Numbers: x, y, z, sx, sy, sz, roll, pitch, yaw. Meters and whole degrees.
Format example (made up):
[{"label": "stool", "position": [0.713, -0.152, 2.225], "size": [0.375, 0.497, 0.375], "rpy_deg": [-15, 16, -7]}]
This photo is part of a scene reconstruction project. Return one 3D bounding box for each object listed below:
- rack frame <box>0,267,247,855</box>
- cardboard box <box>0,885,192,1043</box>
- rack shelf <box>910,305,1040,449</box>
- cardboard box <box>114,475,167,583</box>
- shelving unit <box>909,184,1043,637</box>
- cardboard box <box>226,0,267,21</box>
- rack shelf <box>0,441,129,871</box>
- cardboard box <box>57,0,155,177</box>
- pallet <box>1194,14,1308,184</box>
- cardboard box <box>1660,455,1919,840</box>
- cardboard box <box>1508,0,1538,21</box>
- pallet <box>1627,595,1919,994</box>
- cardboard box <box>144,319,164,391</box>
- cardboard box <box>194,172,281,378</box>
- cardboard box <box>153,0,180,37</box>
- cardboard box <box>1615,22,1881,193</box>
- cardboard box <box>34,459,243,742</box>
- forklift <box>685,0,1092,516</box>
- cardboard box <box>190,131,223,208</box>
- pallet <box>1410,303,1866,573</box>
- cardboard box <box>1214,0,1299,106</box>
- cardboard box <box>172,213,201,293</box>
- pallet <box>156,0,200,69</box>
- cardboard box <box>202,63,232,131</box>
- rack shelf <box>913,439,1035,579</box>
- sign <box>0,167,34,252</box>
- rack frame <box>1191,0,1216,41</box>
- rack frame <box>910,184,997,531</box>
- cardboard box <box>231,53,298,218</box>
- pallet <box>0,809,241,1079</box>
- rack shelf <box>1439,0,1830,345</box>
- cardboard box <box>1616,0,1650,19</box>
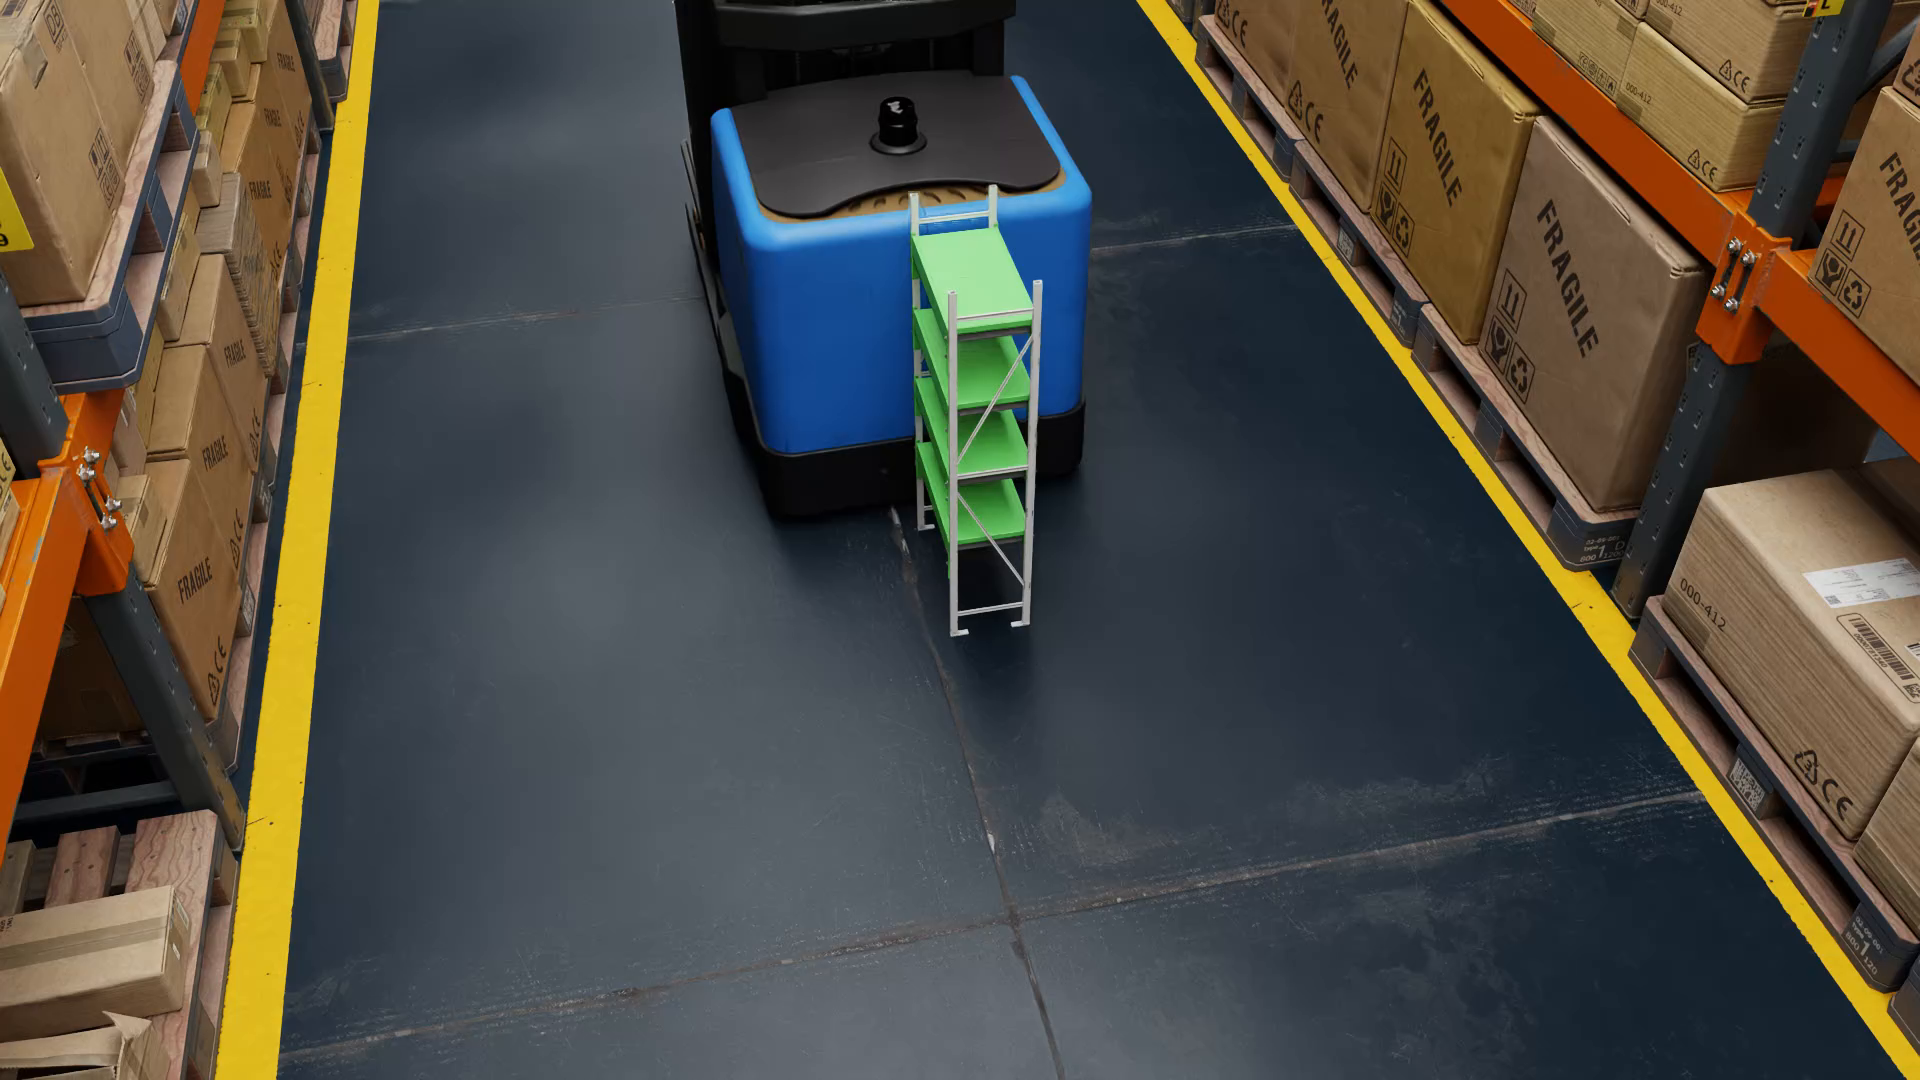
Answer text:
[{"label": "rack frame", "position": [-2.370, -0.274, 3.299], "size": [1.000, 3.000, 0.127], "rpy_deg": [-8, 42, -9]}, {"label": "cardboard box", "position": [-1.963, 0.954, 3.747], "size": [0.380, 0.149, 0.250], "rpy_deg": [-10, 42, -11]}, {"label": "rack shelf", "position": [0.036, -0.473, 4.614], "size": [0.258, 0.148, 0.480], "rpy_deg": [-8, 42, -9]}, {"label": "cardboard box", "position": [-2.187, -0.009, 4.079], "size": [0.380, 0.149, 0.250], "rpy_deg": [-6, 42, -7]}, {"label": "shelving unit", "position": [0.036, -0.341, 4.731], "size": [0.258, 1.200, 0.503], "rpy_deg": [-8, 42, -9]}, {"label": "cardboard box", "position": [-2.879, -2.048, 6.375], "size": [0.380, 0.149, 0.250], "rpy_deg": [-10, 43, -11]}, {"label": "rack shelf", "position": [-1.938, 1.292, 2.077], "size": [1.077, 0.370, 4.000], "rpy_deg": [-8, 42, -9]}, {"label": "cardboard box", "position": [-2.367, -1.150, 3.894], "size": [0.700, 0.500, 0.500], "rpy_deg": [-8, 42, -9]}, {"label": "pallet", "position": [1.709, -2.016, 7.362], "size": [1.003, 0.211, 1.213], "rpy_deg": [-8, 42, -9]}, {"label": "cardboard box", "position": [2.507, 0.236, 4.338], "size": [0.875, 0.438, 0.875], "rpy_deg": [-9, 42, -10]}, {"label": "cardboard box", "position": [1.934, -1.846, 5.183], "size": [0.500, 0.250, 0.500], "rpy_deg": [-9, 42, -10]}, {"label": "pallet", "position": [2.564, 0.559, 4.461], "size": [1.003, 0.211, 1.213], "rpy_deg": [-8, 42, -9]}, {"label": "cardboard box", "position": [-2.462, -0.518, 4.652], "size": [0.380, 0.149, 0.250], "rpy_deg": [-9, 42, -10]}, {"label": "cardboard box", "position": [-2.588, -0.847, 5.511], "size": [0.500, 0.500, 0.500], "rpy_deg": [-10, 43, -11]}, {"label": "cardboard box", "position": [-2.537, -1.658, 4.467], "size": [0.700, 0.500, 0.500], "rpy_deg": [-9, 42, -10]}, {"label": "cardboard box", "position": [2.133, -1.186, 4.440], "size": [0.500, 0.250, 0.500], "rpy_deg": [-9, 42, -10]}, {"label": "cardboard box", "position": [-2.254, 0.158, 4.379], "size": [0.500, 0.500, 0.500], "rpy_deg": [-7, 42, -7]}, {"label": "forklift", "position": [-0.448, -2.163, 5.479], "size": [1.130, 2.935, 3.031], "rpy_deg": [-9, 42, -10]}, {"label": "cardboard box", "position": [-2.620, -1.184, 5.403], "size": [0.380, 0.149, 0.250], "rpy_deg": [-10, 43, -11]}, {"label": "pallet", "position": [2.236, -0.434, 5.580], "size": [1.003, 0.211, 1.213], "rpy_deg": [-8, 42, -9]}, {"label": "cardboard box", "position": [1.681, -2.483, 7.072], "size": [0.875, 0.875, 0.875], "rpy_deg": [-9, 42, -10]}, {"label": "cardboard box", "position": [-2.530, -0.847, 5.022], "size": [0.380, 0.149, 0.250], "rpy_deg": [-7, 42, -8]}, {"label": "pallet", "position": [-2.809, -1.535, 4.864], "size": [1.003, 0.211, 1.213], "rpy_deg": [-8, 42, -9]}, {"label": "cardboard box", "position": [-2.764, -1.521, 5.781], "size": [0.380, 0.149, 0.250], "rpy_deg": [-7, 42, -8]}, {"label": "rack shelf", "position": [0.036, -0.114, 4.933], "size": [0.258, 0.148, 0.480], "rpy_deg": [-8, 42, -9]}, {"label": "sign", "position": [-1.841, -0.680, 3.105], "size": [0.100, 0.325, 0.005], "rpy_deg": [-8, 42, -9]}, {"label": "rack frame", "position": [1.613, -3.580, 7.024], "size": [1.000, 3.000, 0.127], "rpy_deg": [-8, 42, -9]}, {"label": "rack frame", "position": [-0.017, -0.500, 4.909], "size": [0.240, 1.200, 0.015], "rpy_deg": [-8, 42, -9]}, {"label": "cardboard box", "position": [-2.834, -1.520, 6.269], "size": [0.500, 0.500, 0.500], "rpy_deg": [-9, 42, -10]}, {"label": "pallet", "position": [-2.222, 1.214, 3.723], "size": [1.003, 0.211, 1.213], "rpy_deg": [-8, 42, -9]}, {"label": "rack shelf", "position": [2.045, -2.015, 5.802], "size": [1.077, 0.370, 4.000], "rpy_deg": [-8, 42, -9]}, {"label": "cardboard box", "position": [2.029, -1.692, 4.633], "size": [0.500, 0.250, 0.500], "rpy_deg": [-7, 42, -8]}]
